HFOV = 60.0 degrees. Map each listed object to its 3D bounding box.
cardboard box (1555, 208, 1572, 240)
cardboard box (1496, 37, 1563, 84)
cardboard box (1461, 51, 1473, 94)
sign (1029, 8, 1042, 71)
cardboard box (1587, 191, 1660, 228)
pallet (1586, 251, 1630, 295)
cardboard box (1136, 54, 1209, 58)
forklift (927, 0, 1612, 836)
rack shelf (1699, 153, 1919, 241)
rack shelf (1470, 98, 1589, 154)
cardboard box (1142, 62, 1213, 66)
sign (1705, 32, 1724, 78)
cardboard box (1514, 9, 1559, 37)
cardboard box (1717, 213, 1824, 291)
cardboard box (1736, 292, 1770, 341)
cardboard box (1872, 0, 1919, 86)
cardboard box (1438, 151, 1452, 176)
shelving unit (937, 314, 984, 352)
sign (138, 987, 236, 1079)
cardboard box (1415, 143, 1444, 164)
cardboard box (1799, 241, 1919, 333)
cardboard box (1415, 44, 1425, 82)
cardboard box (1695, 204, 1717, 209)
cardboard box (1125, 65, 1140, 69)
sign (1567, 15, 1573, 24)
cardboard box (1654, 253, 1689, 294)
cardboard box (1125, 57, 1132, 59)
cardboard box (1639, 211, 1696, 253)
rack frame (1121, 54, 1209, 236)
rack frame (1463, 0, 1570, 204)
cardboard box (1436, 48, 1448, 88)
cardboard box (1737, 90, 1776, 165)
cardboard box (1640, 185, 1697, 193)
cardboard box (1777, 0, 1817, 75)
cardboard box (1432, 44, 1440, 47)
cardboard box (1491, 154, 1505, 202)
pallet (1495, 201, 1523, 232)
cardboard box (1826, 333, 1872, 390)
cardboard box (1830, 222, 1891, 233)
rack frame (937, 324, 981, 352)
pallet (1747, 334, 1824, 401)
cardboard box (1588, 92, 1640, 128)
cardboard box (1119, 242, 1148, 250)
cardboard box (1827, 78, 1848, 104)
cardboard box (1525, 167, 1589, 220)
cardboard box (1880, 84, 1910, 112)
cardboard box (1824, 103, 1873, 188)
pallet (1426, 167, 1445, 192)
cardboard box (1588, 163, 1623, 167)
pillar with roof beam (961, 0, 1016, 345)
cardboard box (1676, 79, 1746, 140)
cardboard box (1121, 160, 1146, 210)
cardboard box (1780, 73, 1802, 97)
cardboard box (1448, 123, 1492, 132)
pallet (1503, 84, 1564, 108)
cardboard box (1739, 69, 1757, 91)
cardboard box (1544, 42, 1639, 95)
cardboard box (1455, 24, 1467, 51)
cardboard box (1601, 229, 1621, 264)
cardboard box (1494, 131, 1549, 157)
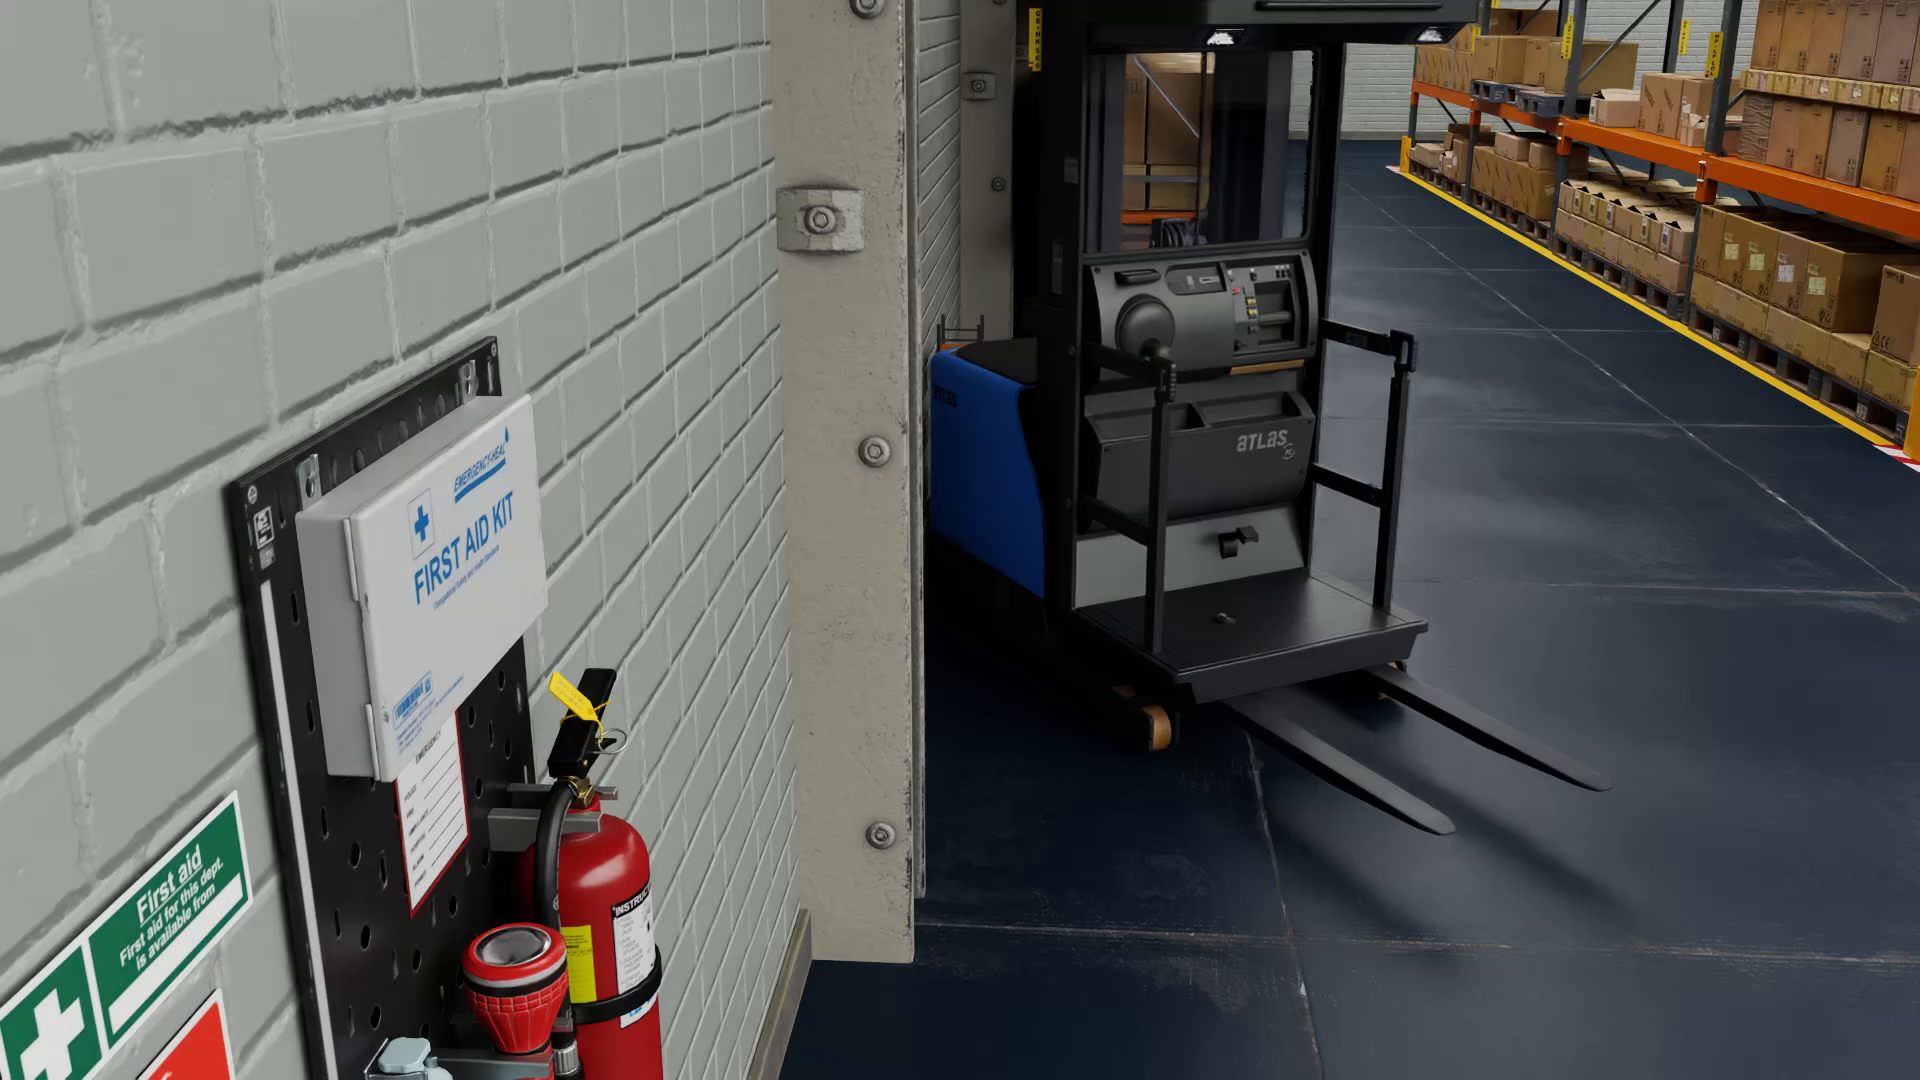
[{"bbox_3d":[6.159,-3.094,16.291,0.500,0.250,0.500,1,18,4],"label":"cardboard box"},{"bbox_3d":[6.533,-5.490,19.025,0.700,0.500,0.500,4,19,13],"label":"cardboard box"},{"bbox_3d":[6.556,-5.808,20.672,0.500,0.500,0.500,2,18,5],"label":"cardboard box"},{"bbox_3d":[0.423,-2.701,8.983,0.100,0.325,0.005,1,18,4],"label":"sign"},{"bbox_3d":[6.091,-3.039,15.222,0.500,0.311,0.500,1,18,2],"label":"cardboard box"},{"bbox_3d":[6.301,-2.400,14.908,1.003,0.211,1.213,1,18,4],"label":"pallet"},{"bbox_3d":[1.506,-3.210,11.908,0.500,0.500,0.500,1,18,4],"label":"cardboard box"},{"bbox_3d":[0.972,-0.820,5.718,1.130,2.935,3.031,-9,20,-25],"label":"forklift"},{"bbox_3d":[6.059,-2.152,10.830,1.077,0.370,4.000,1,18,4],"label":"rack shelf"},{"bbox_3d":[6.633,-4.637,18.412,1.077,0.370,4.000,1,18,4],"label":"rack shelf"},{"bbox_3d":[1.397,-2.732,10.448,0.500,0.500,0.500,1,18,2],"label":"cardboard box"},{"bbox_3d":[5.661,-3.637,12.473,0.100,0.325,0.005,1,18,4],"label":"sign"},{"bbox_3d":[7.091,-6.263,20.452,0.500,0.500,0.500,2,18,5],"label":"cardboard box"},{"bbox_3d":[5.829,-2.072,11.967,0.500,0.500,0.500,1,18,4],"label":"cardboard box"},{"bbox_3d":[5.785,-1.561,11.610,0.500,0.250,0.500,1,18,4],"label":"cardboard box"},{"bbox_3d":[6.034,-3.018,10.073,0.700,0.500,0.500,1,18,4],"label":"cardboard box"},{"bbox_3d":[6.588,-4.948,21.816,0.500,0.311,0.500,1,18,4],"label":"cardboard box"},{"bbox_3d":[0.004,-0.516,7.810,0.215,1.050,0.252,1,18,4],"label":"shelving unit"},{"bbox_3d":[-0.626,0.563,1.329,0.001,0.329,0.234,1,18,4],"label":"sign"},{"bbox_3d":[6.705,-5.427,23.377,0.500,0.250,0.500,1,18,4],"label":"cardboard box"},{"bbox_3d":[5.715,-1.606,10.545,0.500,0.500,0.500,1,18,4],"label":"cardboard box"},{"bbox_3d":[6.768,-6.758,23.569,0.500,0.500,0.500,2,18,5],"label":"cardboard box"},{"bbox_3d":[6.558,-2.714,14.228,0.500,0.311,0.500,1,18,2],"label":"cardboard box"},{"bbox_3d":[0.842,-2.584,9.997,0.500,0.500,0.500,2,18,5],"label":"cardboard box"},{"bbox_3d":[7.330,-6.139,19.981,0.100,0.325,0.005,1,18,4],"label":"sign"},{"bbox_3d":[5.943,-2.144,13.389,0.500,0.250,0.500,1,18,3],"label":"cardboard box"},{"bbox_3d":[0.937,-3.063,11.457,0.500,0.500,0.500,2,18,5],"label":"cardboard box"},{"bbox_3d":[5.977,-2.569,13.786,0.500,0.311,0.500,2,18,5],"label":"cardboard box"},{"bbox_3d":[0.975,-1.982,9.156,1.000,3.000,0.127,1,18,4],"label":"rack frame"},{"bbox_3d":[6.776,-5.600,20.196,1.000,3.000,0.127,1,18,4],"label":"rack frame"},{"bbox_3d":[6.660,-6.287,22.131,0.500,0.500,0.500,2,18,5],"label":"cardboard box"},{"bbox_3d":[6.177,-3.025,12.177,0.700,0.500,0.500,1,18,2],"label":"cardboard box"},{"bbox_3d":[6.667,-3.187,15.674,0.500,0.311,0.500,1,18,3],"label":"cardboard box"},{"bbox_3d":[6.142,-3.484,11.496,0.700,0.500,0.500,1,18,4],"label":"cardboard box"},{"bbox_3d":[6.697,-6.915,22.444,0.500,0.500,0.500,2,18,5],"label":"cardboard box"},{"bbox_3d":[6.428,-4.155,19.095,0.500,0.500,0.500,2,18,5],"label":"cardboard box"},{"bbox_3d":[6.671,-3.641,18.697,1.003,0.211,1.213,1,18,4],"label":"pallet"},{"bbox_3d":[5.684,-1.095,10.188,0.500,0.250,0.500,1,18,4],"label":"cardboard box"},{"bbox_3d":[6.308,-1.905,11.458,0.500,0.500,0.500,1,18,4],"label":"cardboard box"},{"bbox_3d":[-0.005,-0.478,7.695,0.200,1.050,0.008,1,18,4],"label":"rack frame"},{"bbox_3d":[6.019,-1.164,11.137,1.003,0.211,1.213,1,18,4],"label":"pallet"},{"bbox_3d":[6.232,-4.042,15.584,0.500,0.311,0.500,1,18,3],"label":"cardboard box"},{"bbox_3d":[1.227,-1.923,12.282,0.500,0.500,0.500,0,18,0],"label":"cardboard box"},{"bbox_3d":[5.883,-2.911,10.787,0.380,0.149,0.250,1,18,3],"label":"cardboard box"},{"bbox_3d":[6.322,-3.675,17.628,0.500,0.500,0.500,2,18,6],"label":"cardboard box"},{"bbox_3d":[5.828,-2.672,10.058,0.380,0.149,0.250,2,18,6],"label":"cardboard box"},{"bbox_3d":[6.070,-2.546,10.716,0.700,0.500,0.500,2,18,6],"label":"cardboard box"},{"bbox_3d":[6.911,-4.868,22.441,1.003,0.211,1.213,1,18,4],"label":"pallet"},{"bbox_3d":[6.880,-3.832,18.109,0.500,0.500,0.500,1,18,3],"label":"cardboard box"},{"bbox_3d":[4.456,-4.974,8.651,9.100,9.000,0.400,1,18,4],"label":"pillar with roof beam"},{"bbox_3d":[6.312,-3.565,13.824,0.500,0.500,0.500,3,18,8],"label":"cardboard box"},{"bbox_3d":[0.815,-2.070,9.632,0.500,0.250,0.500,2,18,5],"label":"cardboard box"},{"bbox_3d":[5.938,-3.152,11.524,0.380,0.149,0.250,1,18,3],"label":"cardboard box"},{"bbox_3d":[7.270,-5.689,23.776,0.500,0.500,0.500,1,18,4],"label":"cardboard box"},{"bbox_3d":[6.624,-4.871,18.278,1.003,0.211,1.213,1,18,4],"label":"pallet"},{"bbox_3d":[5.990,-3.392,12.255,0.380,0.149,0.250,1,18,4],"label":"cardboard box"},{"bbox_3d":[6.422,-4.803,16.928,0.700,0.500,0.500,-5,19,-15],"label":"cardboard box"},{"bbox_3d":[6.588,-6.445,21.008,0.500,0.500,0.500,1,18,3],"label":"cardboard box"},{"bbox_3d":[6.055,-2.617,14.835,0.500,0.250,0.500,2,18,5],"label":"cardboard box"},{"bbox_3d":[6.427,-4.522,19.010,0.500,0.250,0.500,1,18,4],"label":"cardboard box"}]
